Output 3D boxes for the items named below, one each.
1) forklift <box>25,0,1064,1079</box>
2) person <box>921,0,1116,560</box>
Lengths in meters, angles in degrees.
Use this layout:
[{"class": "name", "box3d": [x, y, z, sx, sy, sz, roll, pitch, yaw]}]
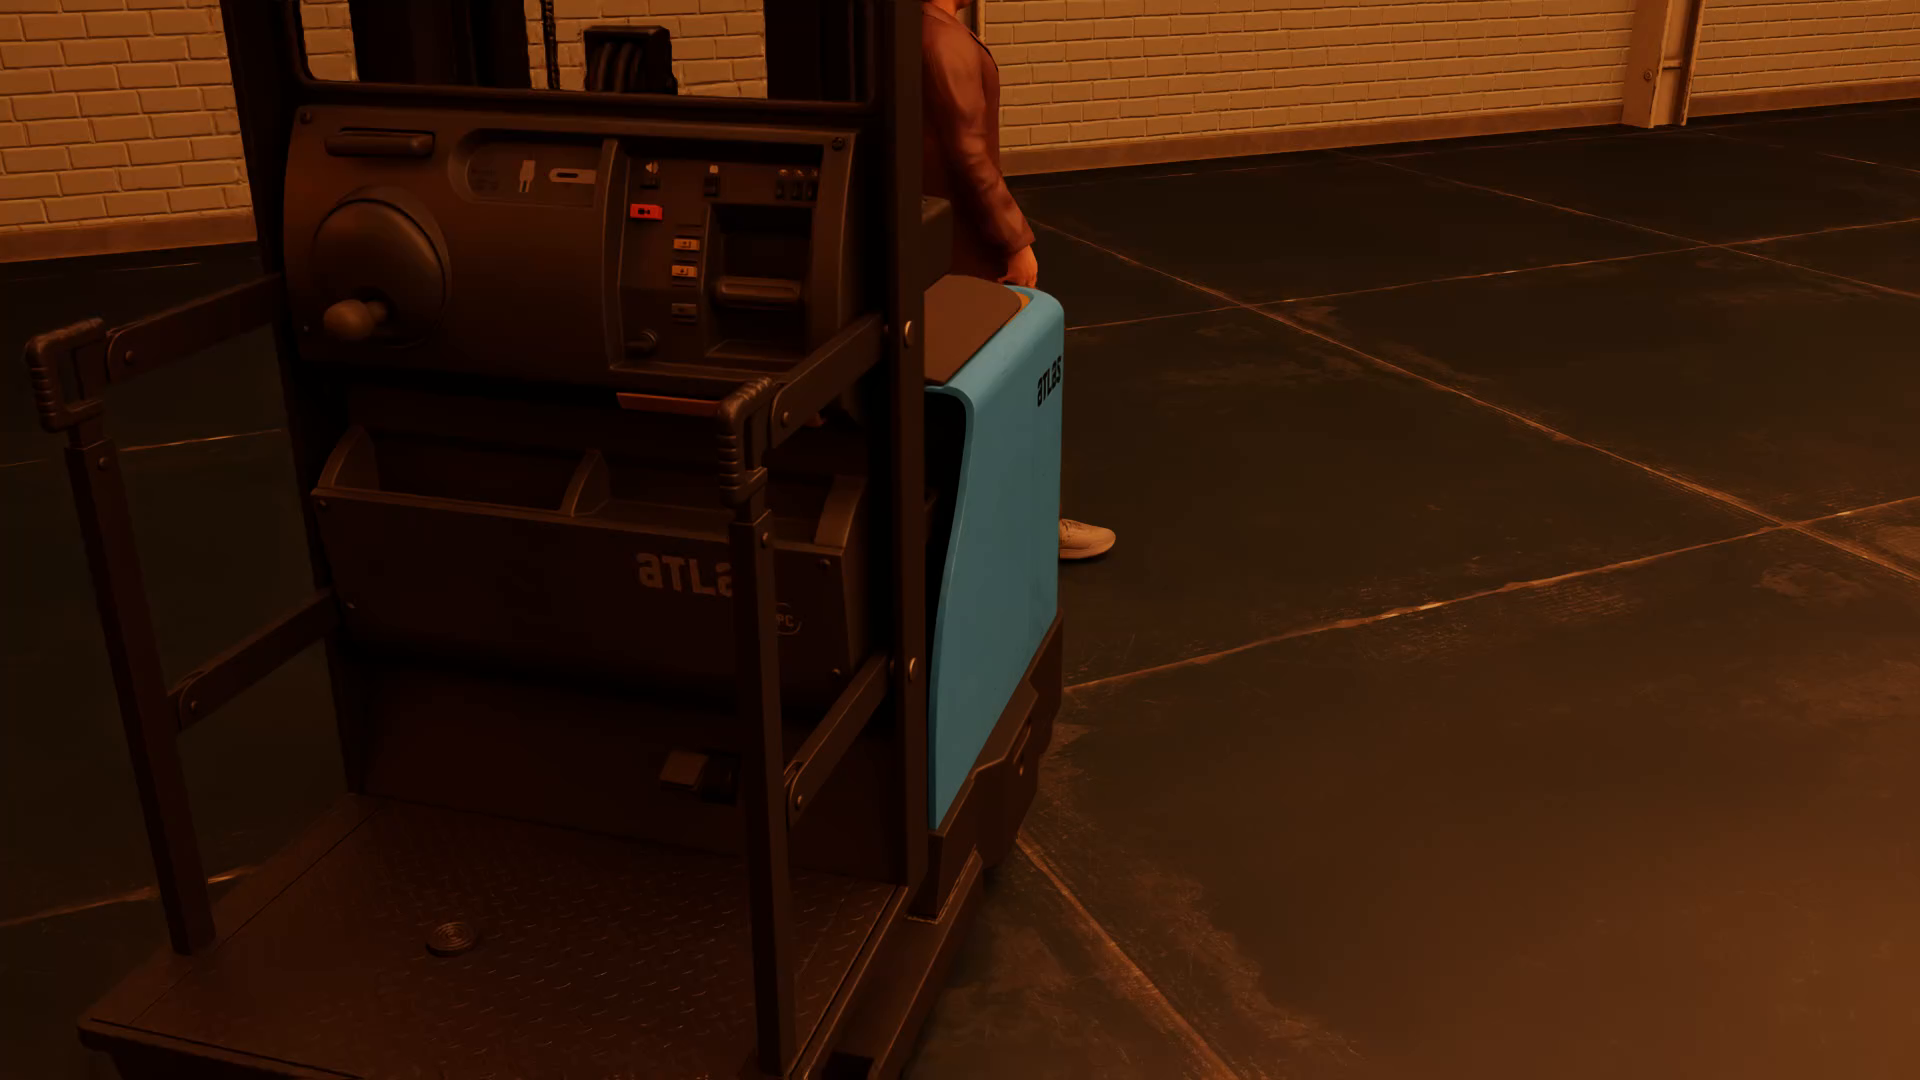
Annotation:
[{"class": "forklift", "box3d": [-0.660, -0.425, 2.310, 1.130, 2.935, 3.031, 6, 23, 15]}, {"class": "person", "box3d": [0.085, -0.842, 4.796, 0.579, 1.778, 0.698, -10, 25, -23]}]
